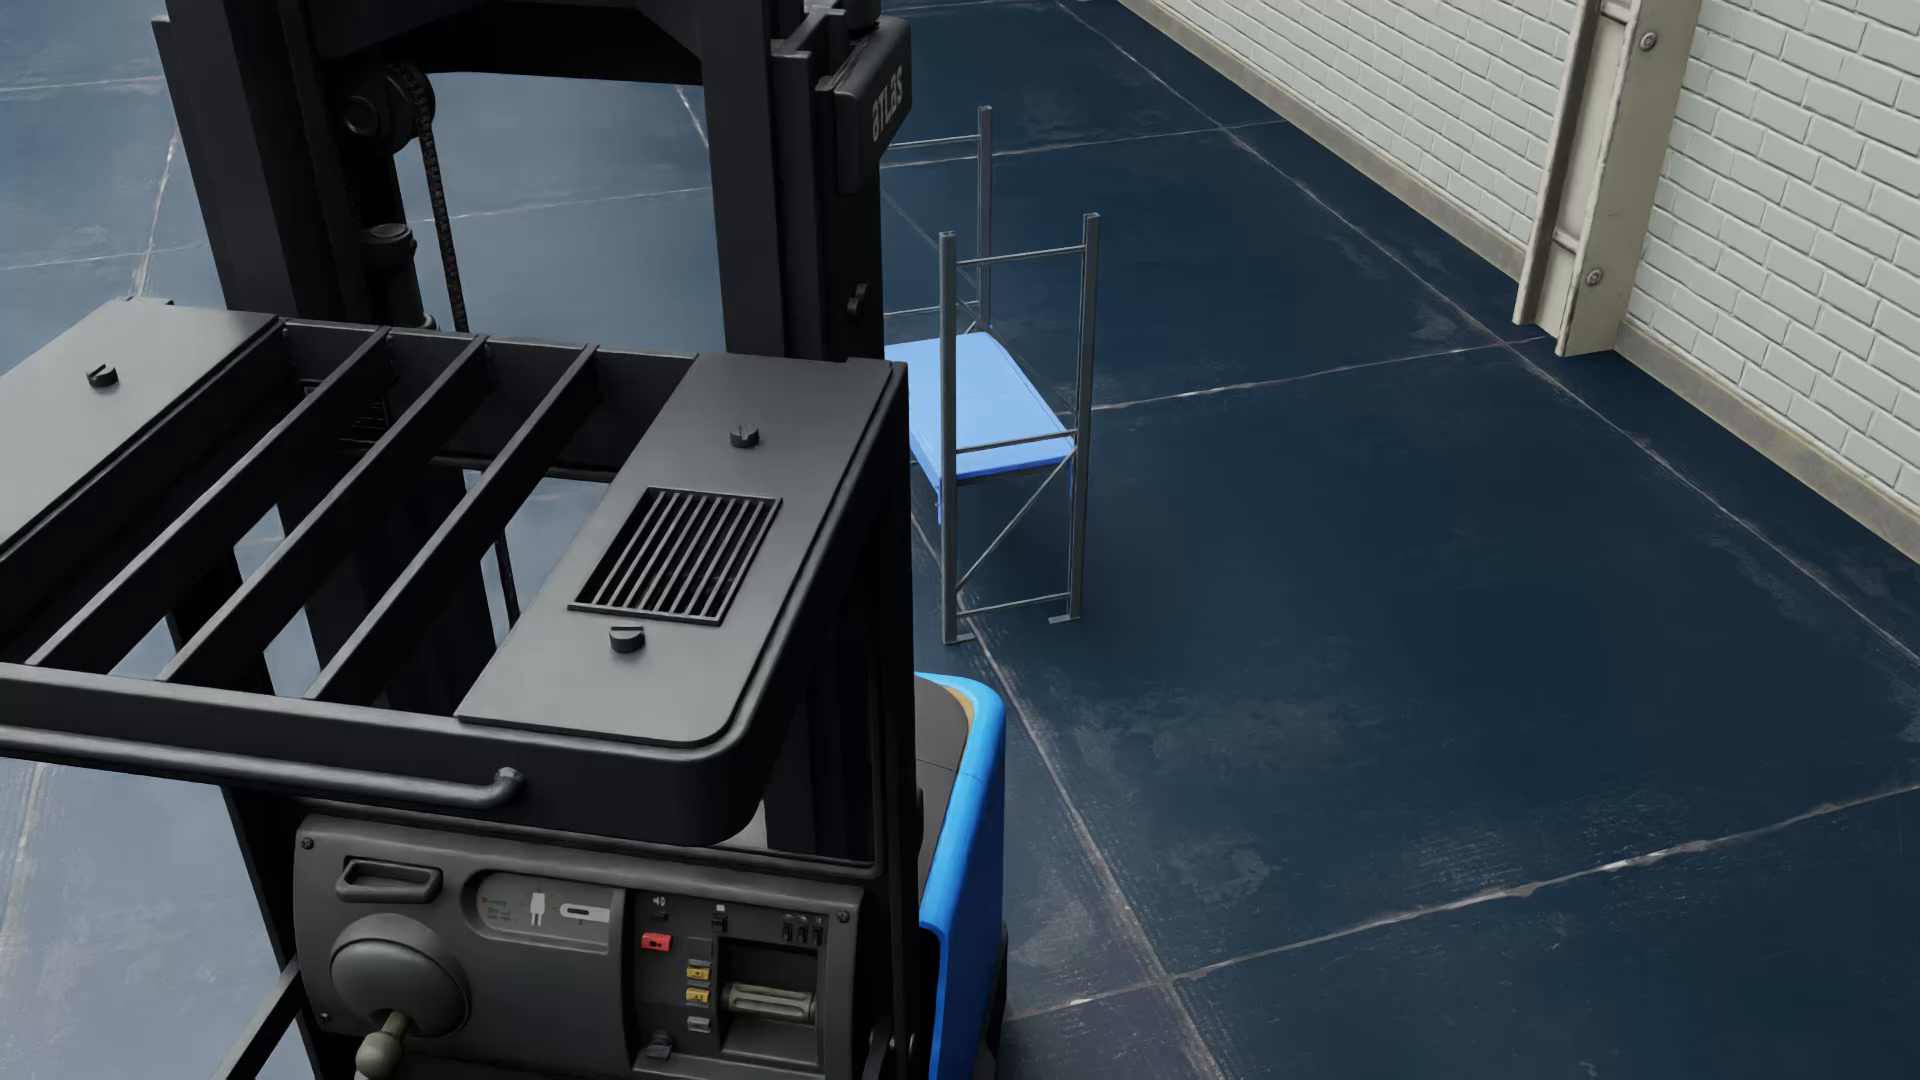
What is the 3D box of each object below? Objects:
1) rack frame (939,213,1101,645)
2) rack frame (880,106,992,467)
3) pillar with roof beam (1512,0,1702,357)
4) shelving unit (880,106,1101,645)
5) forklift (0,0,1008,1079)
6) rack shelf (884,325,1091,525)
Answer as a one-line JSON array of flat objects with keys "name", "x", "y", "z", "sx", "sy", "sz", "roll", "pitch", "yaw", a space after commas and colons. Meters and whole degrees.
[{"name": "rack frame", "x": 0.181, "y": -0.314, "z": 5.365, "sx": 0.500, "sy": 1.500, "sz": 0.032, "roll": -10, "pitch": 35, "yaw": -15}, {"name": "rack frame", "x": -0.129, "y": -0.848, "z": 6.173, "sx": 0.500, "sy": 1.500, "sz": 0.032, "roll": -10, "pitch": 35, "yaw": -15}, {"name": "pillar with roof beam", "x": -1.303, "y": -3.984, "z": 4.116, "sx": 9.100, "sy": 9.000, "sz": 0.400, "roll": -10, "pitch": 35, "yaw": -15}, {"name": "shelving unit", "x": 0.026, "y": -0.581, "z": 5.769, "sx": 0.538, "sy": 1.500, "sz": 1.048, "roll": -10, "pitch": 35, "yaw": -15}, {"name": "forklift", "x": -0.651, "y": 0.746, "z": 2.462, "sx": 1.130, "sy": 2.935, "sz": 3.031, "roll": 6, "pitch": 34, "yaw": 9}, {"name": "rack shelf", "x": 0.026, "y": -0.431, "z": 5.868, "sx": 0.538, "sy": 0.185, "sz": 1.000, "roll": -10, "pitch": 35, "yaw": -15}]
